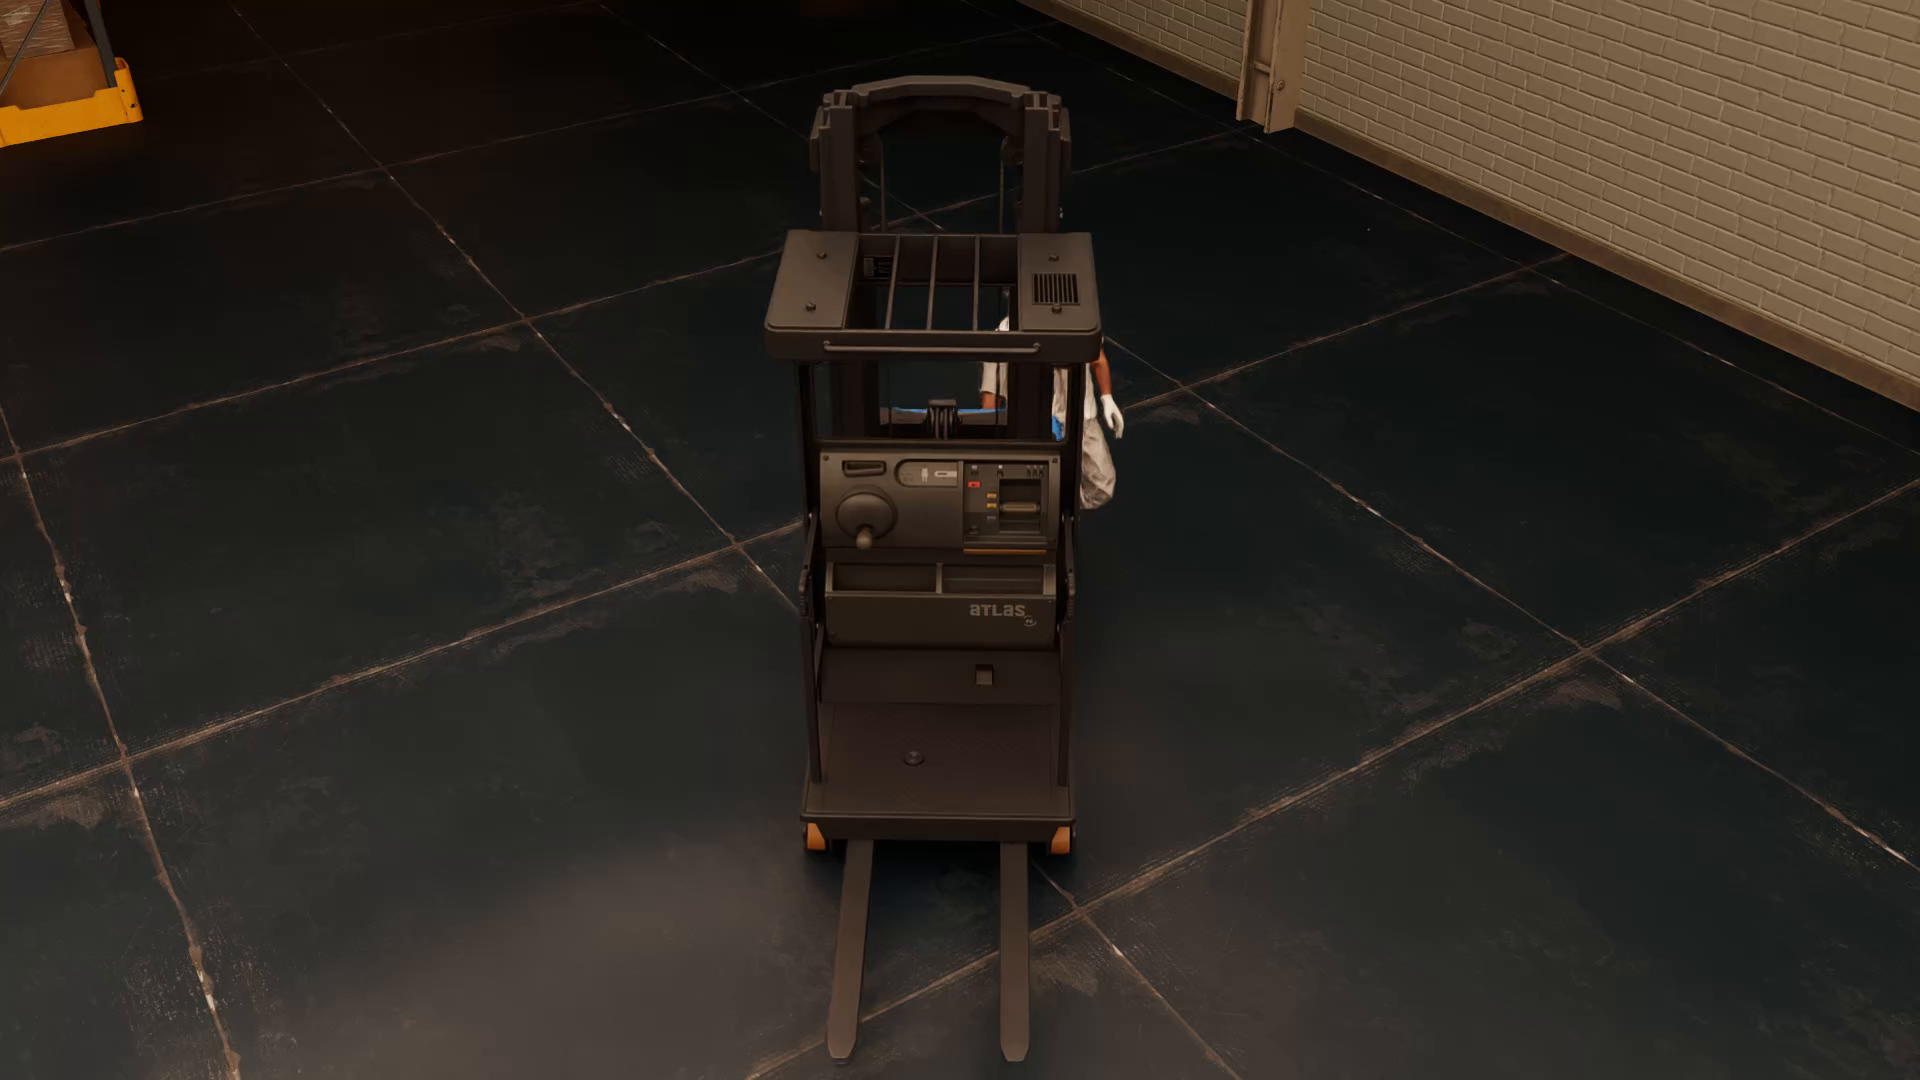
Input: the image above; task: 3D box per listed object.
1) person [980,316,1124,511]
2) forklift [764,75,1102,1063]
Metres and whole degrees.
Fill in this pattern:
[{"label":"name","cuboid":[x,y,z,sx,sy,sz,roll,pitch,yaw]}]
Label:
[{"label":"person","cuboid":[0.421,-0.508,7.984,0.786,1.672,0.717,-11,37,-15]},{"label":"forklift","cuboid":[-0.080,-0.089,6.275,1.130,2.935,3.031,1,35,1]}]
